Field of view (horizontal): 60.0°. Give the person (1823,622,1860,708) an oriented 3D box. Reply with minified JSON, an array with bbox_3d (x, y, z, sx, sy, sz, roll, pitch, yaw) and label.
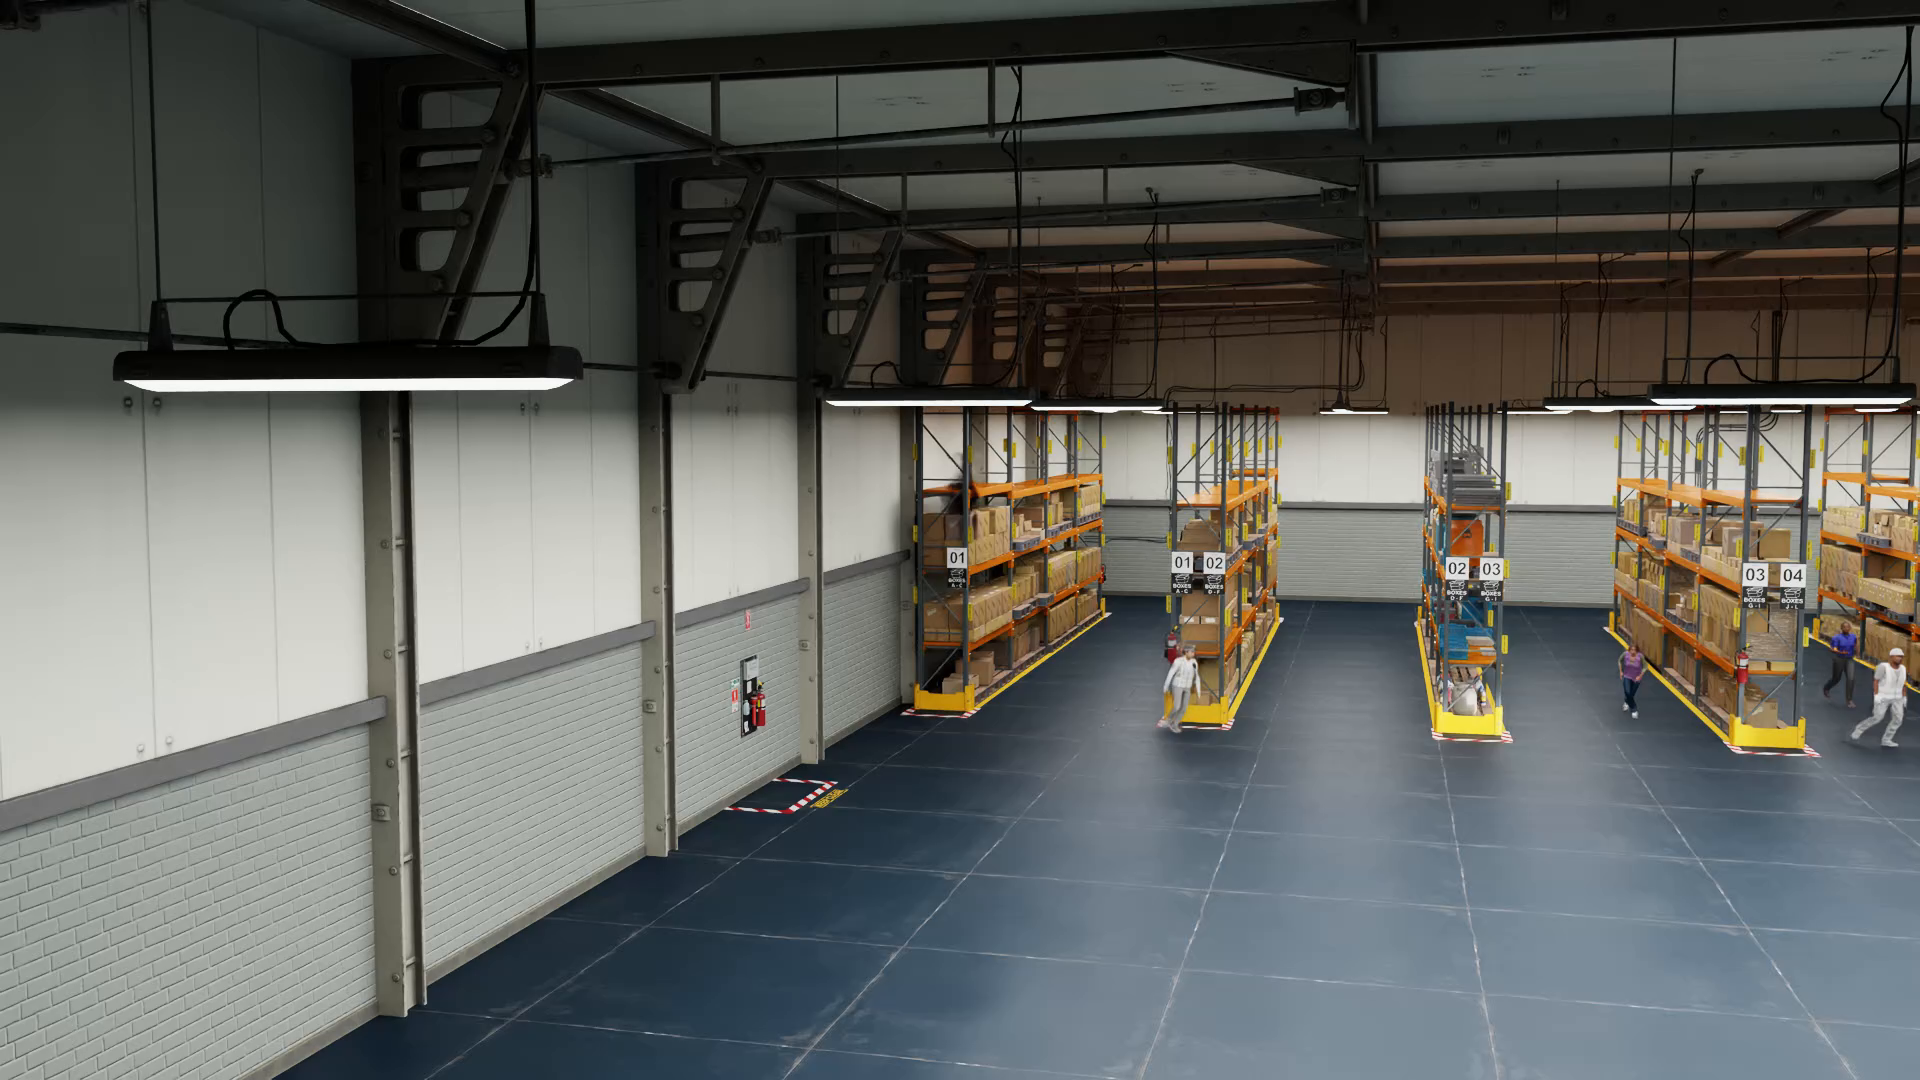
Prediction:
[{"bbox_3d":[17.613,2.459,33.156,0.599,1.664,0.935,0,4,6],"label":"person"}]

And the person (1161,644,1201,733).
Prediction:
[{"bbox_3d":[4.018,2.696,30.172,0.632,1.650,0.536,-2,5,-24],"label":"person"}]

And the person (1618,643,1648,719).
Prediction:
[{"bbox_3d":[12.896,2.666,31.899,0.529,1.486,0.933,2,4,20],"label":"person"}]

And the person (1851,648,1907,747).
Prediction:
[{"bbox_3d":[16.031,2.718,28.924,0.836,1.723,0.599,-1,4,-7],"label":"person"}]
